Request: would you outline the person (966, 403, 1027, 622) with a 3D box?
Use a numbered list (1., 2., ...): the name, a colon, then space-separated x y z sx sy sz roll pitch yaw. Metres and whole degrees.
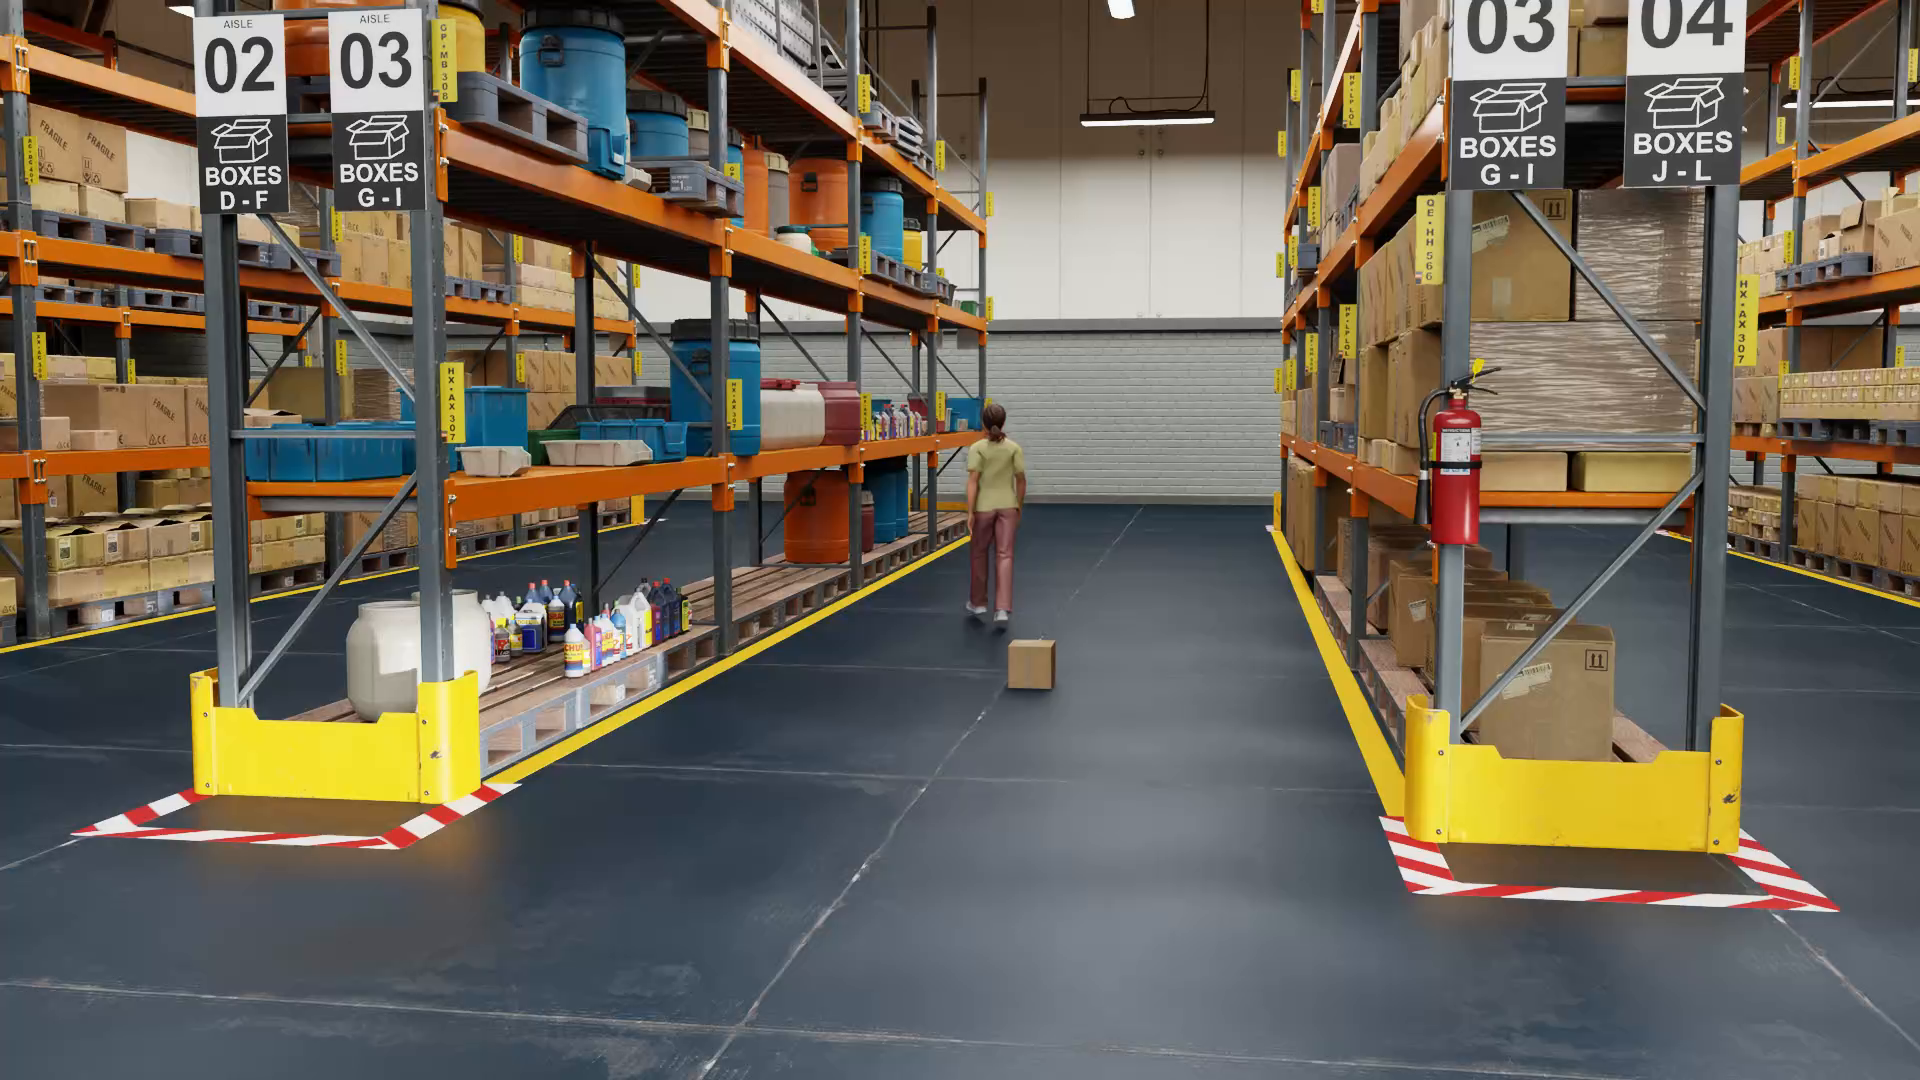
1. person: 0.262 -0.220 12.491 0.464 1.606 1.022 0 5 -5
